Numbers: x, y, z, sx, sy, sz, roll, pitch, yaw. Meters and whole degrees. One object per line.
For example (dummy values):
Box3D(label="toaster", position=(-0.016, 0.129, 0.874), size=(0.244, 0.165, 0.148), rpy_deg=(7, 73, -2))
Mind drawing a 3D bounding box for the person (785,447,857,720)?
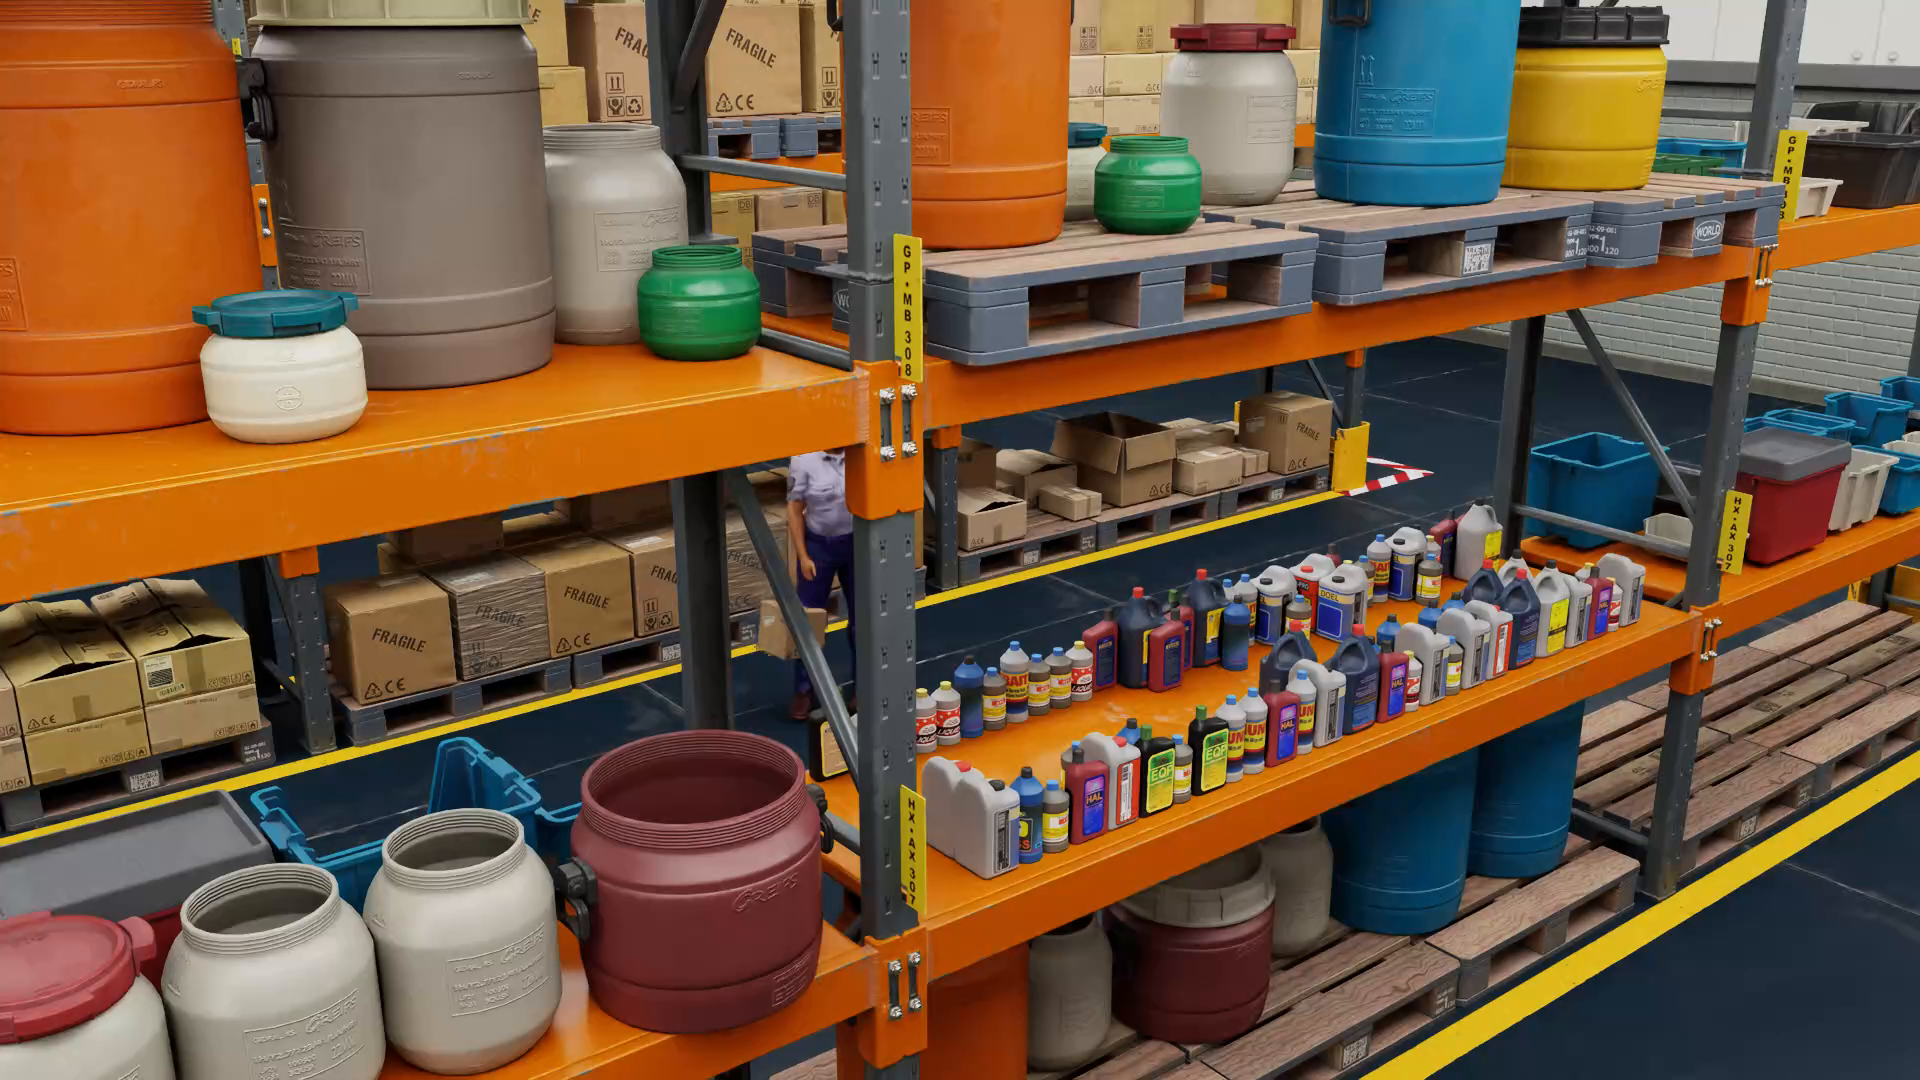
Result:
Box3D(label="person", position=(-0.687, 0.096, 8.720), size=(0.550, 1.661, 0.434), rpy_deg=(-8, 20, -24))
